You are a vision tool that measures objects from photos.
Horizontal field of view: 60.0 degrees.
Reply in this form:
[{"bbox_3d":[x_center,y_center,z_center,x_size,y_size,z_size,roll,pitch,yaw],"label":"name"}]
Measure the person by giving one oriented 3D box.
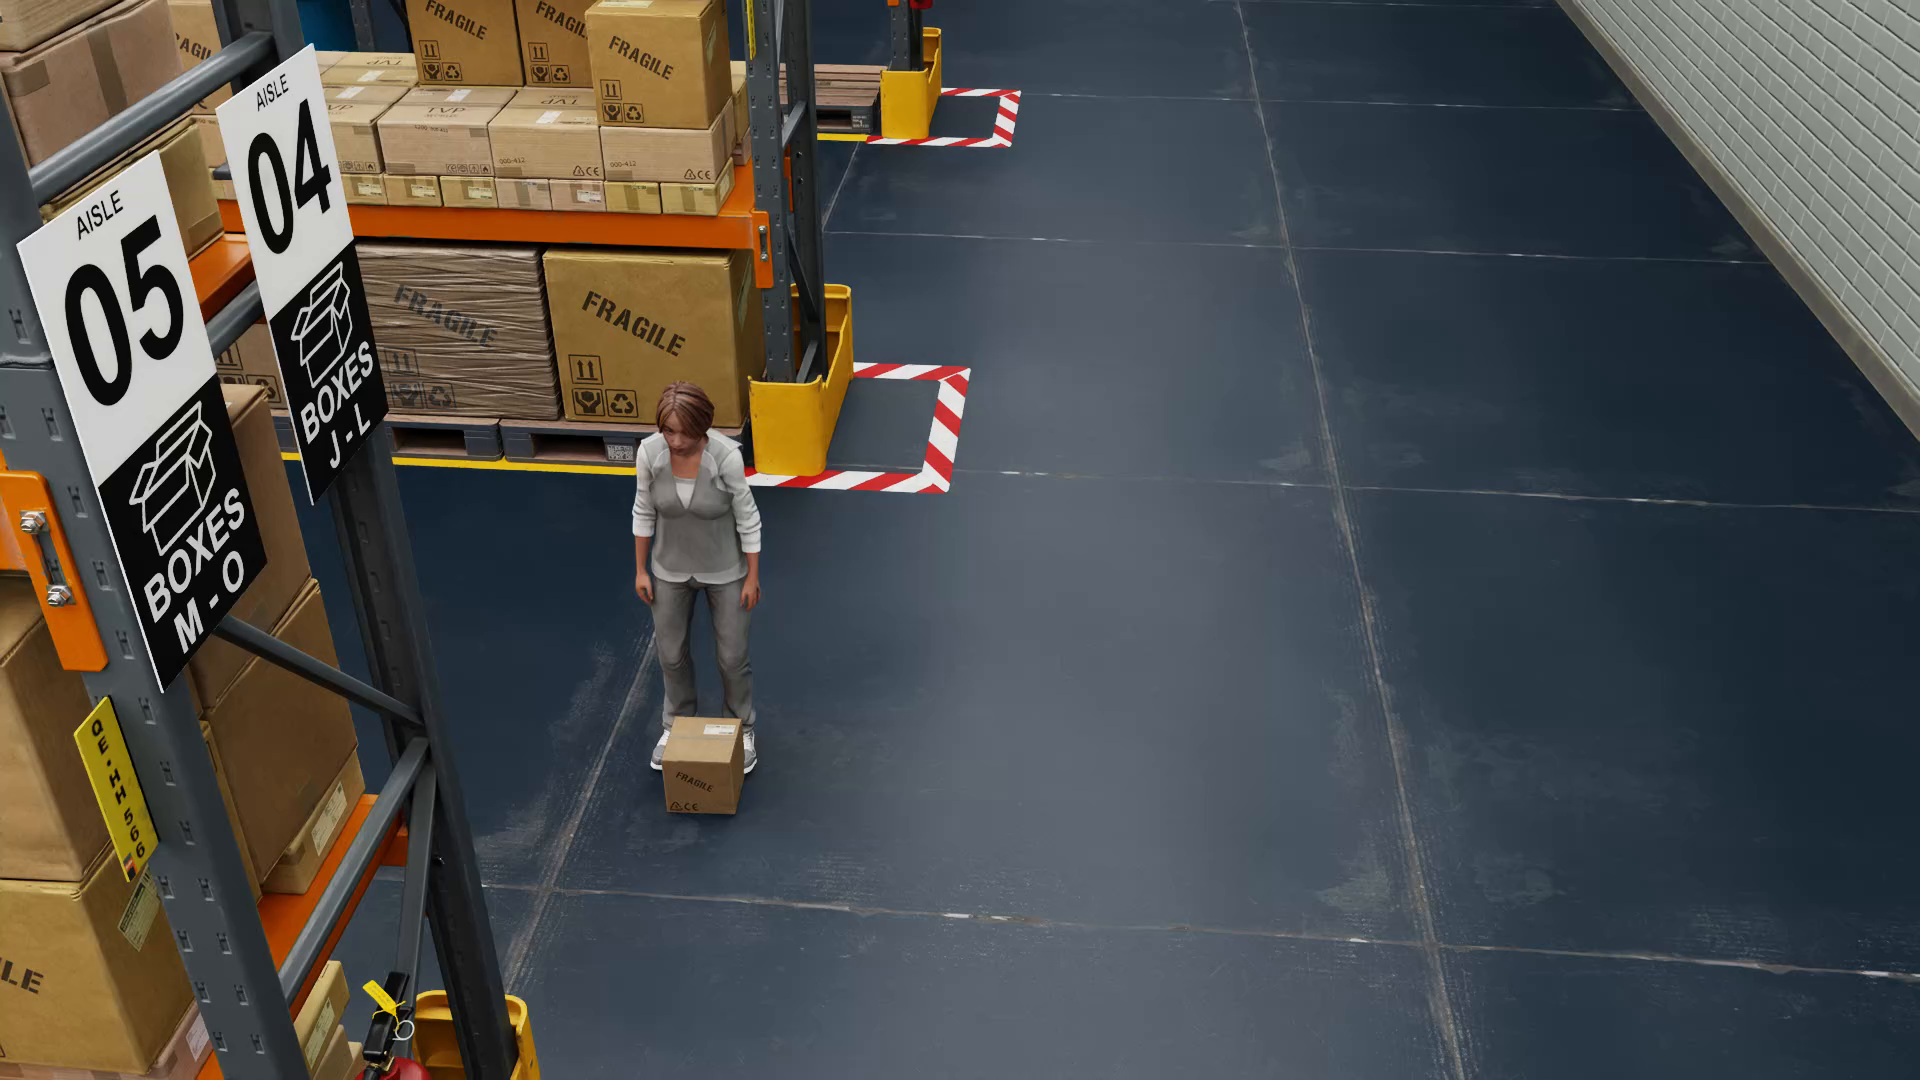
[{"bbox_3d":[-0.928,0.128,5.945,0.461,1.592,0.343,3,33,4],"label":"person"}]
